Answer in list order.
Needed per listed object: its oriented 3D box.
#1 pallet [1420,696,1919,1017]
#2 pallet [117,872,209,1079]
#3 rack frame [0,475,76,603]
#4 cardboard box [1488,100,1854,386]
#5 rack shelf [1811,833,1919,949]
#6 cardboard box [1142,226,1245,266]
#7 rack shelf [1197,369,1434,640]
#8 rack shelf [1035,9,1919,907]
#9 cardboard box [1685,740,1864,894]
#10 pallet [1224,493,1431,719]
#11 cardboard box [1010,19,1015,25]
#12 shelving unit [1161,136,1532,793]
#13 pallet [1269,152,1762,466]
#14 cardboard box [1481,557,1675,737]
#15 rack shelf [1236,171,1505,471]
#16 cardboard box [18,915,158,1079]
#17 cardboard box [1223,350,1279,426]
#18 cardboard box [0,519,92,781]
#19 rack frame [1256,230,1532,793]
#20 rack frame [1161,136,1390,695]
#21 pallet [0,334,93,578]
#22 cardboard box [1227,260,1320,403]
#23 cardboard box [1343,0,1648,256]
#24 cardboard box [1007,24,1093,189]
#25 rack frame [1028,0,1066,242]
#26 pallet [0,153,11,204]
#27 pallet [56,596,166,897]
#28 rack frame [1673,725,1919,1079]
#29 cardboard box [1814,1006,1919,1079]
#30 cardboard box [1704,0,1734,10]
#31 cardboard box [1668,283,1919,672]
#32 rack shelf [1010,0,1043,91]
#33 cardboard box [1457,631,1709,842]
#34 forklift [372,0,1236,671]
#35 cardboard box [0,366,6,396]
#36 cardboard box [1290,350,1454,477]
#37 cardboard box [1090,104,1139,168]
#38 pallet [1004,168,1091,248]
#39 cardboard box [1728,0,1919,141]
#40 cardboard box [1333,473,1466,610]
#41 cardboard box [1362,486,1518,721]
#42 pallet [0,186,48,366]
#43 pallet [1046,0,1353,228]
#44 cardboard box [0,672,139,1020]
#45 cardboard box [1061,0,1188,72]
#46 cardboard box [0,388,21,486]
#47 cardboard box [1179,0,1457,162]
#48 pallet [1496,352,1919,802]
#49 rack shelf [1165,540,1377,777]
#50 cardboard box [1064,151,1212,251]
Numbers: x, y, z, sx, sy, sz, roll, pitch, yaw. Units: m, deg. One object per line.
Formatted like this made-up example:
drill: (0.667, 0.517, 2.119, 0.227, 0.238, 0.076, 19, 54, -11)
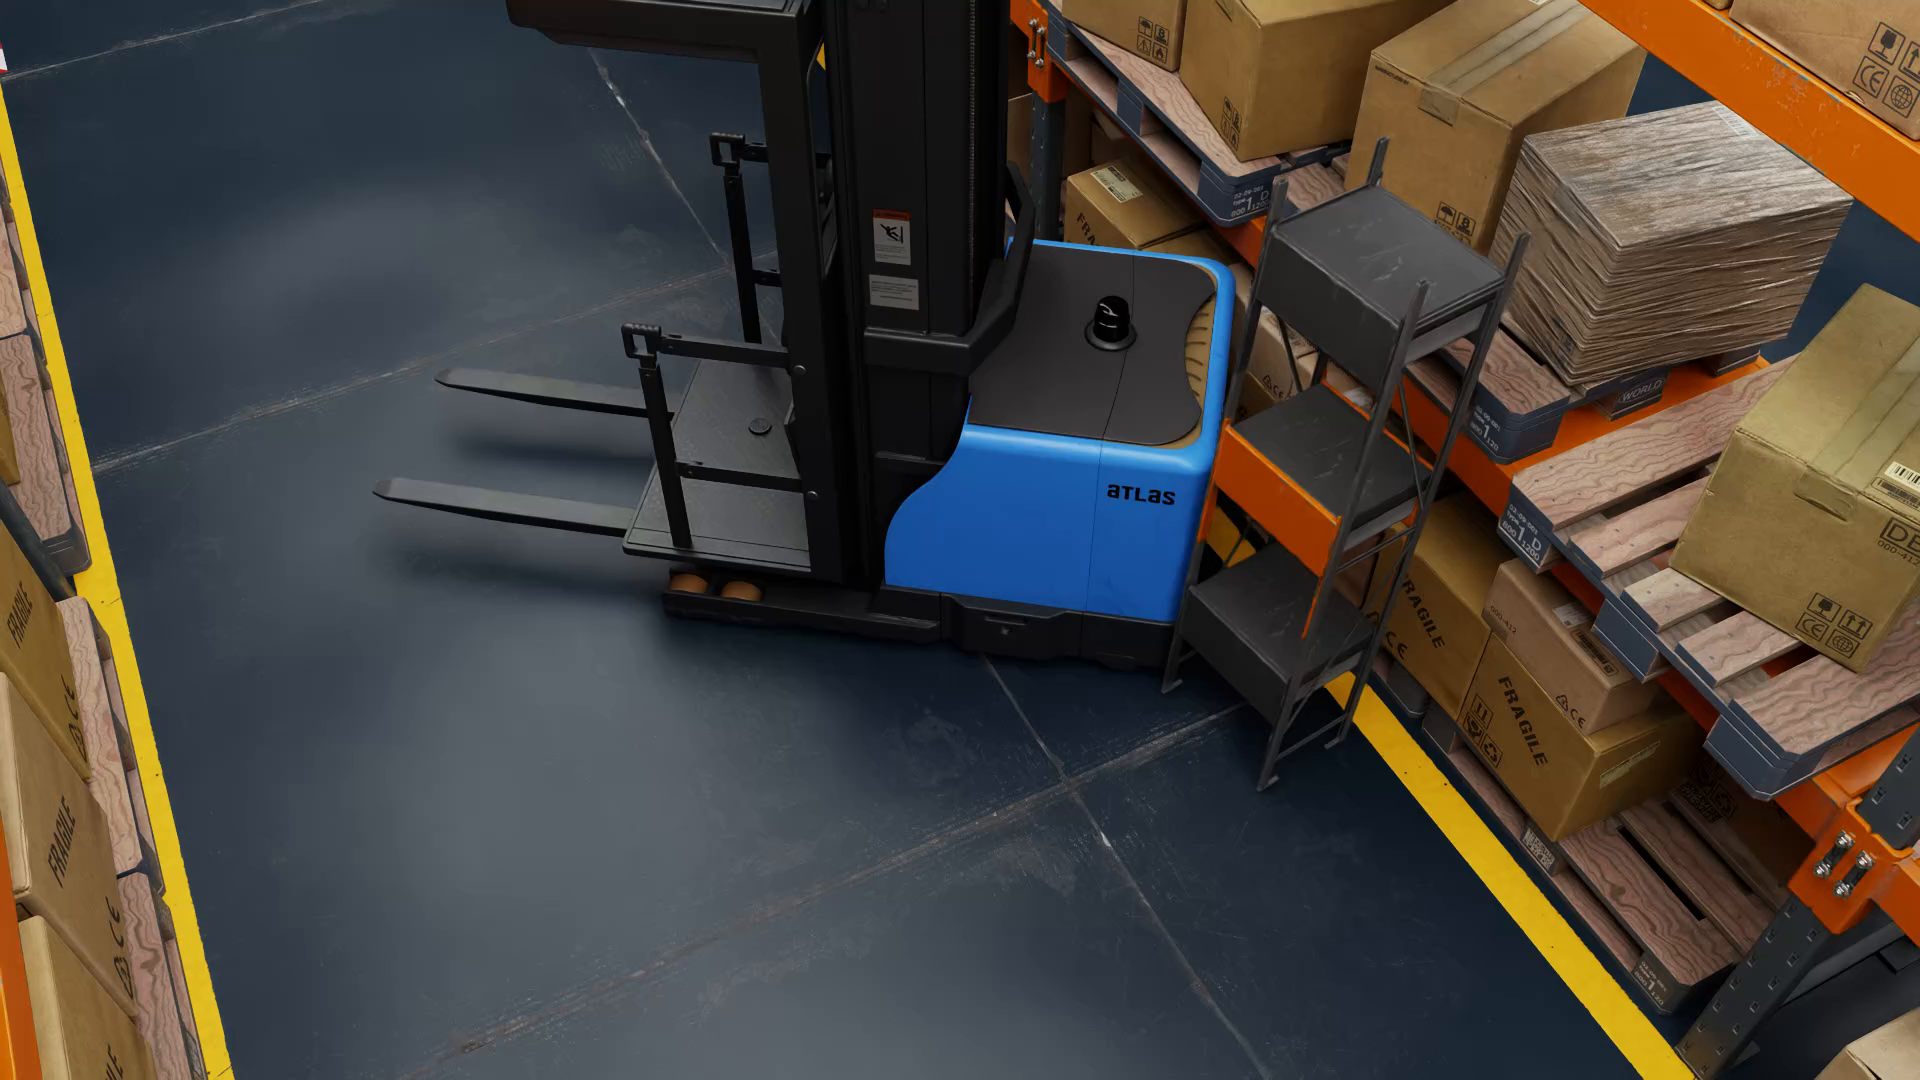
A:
pallet: (2.278, 0.797, 5.412, 1.003, 0.211, 1.213, -21, 52, -18)
pallet: (-2.665, 1.650, 4.667, 1.003, 0.211, 1.213, -21, 52, -18)
rack frame: (-3.647, -0.576, 4.761, 1.000, 3.000, 0.127, -21, 52, -18)
cardboard box: (1.949, -0.840, 4.646, 0.700, 0.500, 0.500, -12, 50, -11)
rack shelf: (3.501, 1.967, 3.014, 1.077, 0.370, 4.000, -21, 52, -18)
cardboard box: (1.014, -0.846, 6.366, 0.500, 0.500, 0.500, -20, 52, -17)
rack shelf: (1.056, -0.109, 4.951, 0.431, 0.518, 0.480, -26, 54, -25)
rack shelf: (1.671, -0.710, 5.356, 1.077, 0.370, 4.000, -21, 52, -18)
cardboard box: (2.632, 0.667, 5.042, 0.500, 0.500, 0.500, -19, 52, -16)
pallet: (1.724, -0.018, 6.126, 1.003, 0.211, 1.213, -21, 52, -18)
cardboard box: (0.351, -2.428, 7.971, 0.380, 0.166, 0.250, -21, 52, -18)
shelving unit: (1.057, -0.118, 4.941, 0.431, 2.100, 0.503, -26, 54, -25)
pallet: (1.692, -0.845, 5.124, 1.003, 0.211, 1.213, -21, 52, -18)
cardboard box: (1.920, 0.242, 4.916, 0.500, 0.250, 0.500, -19, 52, -16)
rack shelf: (1.092, -0.587, 4.442, 0.431, 0.518, 0.480, -26, 54, -25)
cardboard box: (-2.432, 1.544, 4.056, 0.750, 0.750, 0.750, -21, 52, -18)
cardboard box: (1.236, -0.509, 6.071, 0.500, 0.500, 0.500, -21, 52, -17)
cardboard box: (-3.234, 0.383, 5.071, 0.750, 0.750, 0.750, -21, 52, -17)
rack frame: (1.199, 0.032, 4.810, 0.400, 2.100, 0.015, -26, 54, -25)
rack frame: (0.915, -0.267, 5.071, 0.400, 2.100, 0.015, -26, 54, -25)
pallet: (-3.926, -0.194, 6.280, 1.003, 0.211, 1.213, -21, 52, -18)
cardboard box: (1.218, -0.777, 5.807, 0.500, 0.250, 0.500, -21, 52, -17)
cardboard box: (1.619, -1.295, 5.044, 0.700, 0.500, 0.500, -34, 57, -26)
cardboard box: (0.243, -1.891, 7.279, 0.500, 0.500, 0.500, -21, 52, -18)
rack frame: (0.756, -2.285, 6.256, 1.000, 3.000, 0.127, -21, 52, -18)
pallet: (-5.042, -1.827, 7.708, 1.003, 0.211, 1.213, -21, 52, -18)
pallet: (-3.227, 0.832, 5.382, 1.003, 0.211, 1.213, -21, 52, -18)
rack frame: (2.586, 0.392, 3.914, 1.000, 3.000, 0.127, -21, 52, -18)
cardboard box: (2.565, 1.426, 4.185, 0.500, 0.311, 0.500, -20, 52, -16)
cardboard box: (1.885, -1.598, 3.596, 0.910, 0.500, 0.500, -21, 52, -18)
cardboard box: (2.198, -0.162, 4.053, 0.500, 0.500, 0.700, 35, 58, 27)
rack shelf: (-0.160, -3.387, 7.697, 1.077, 0.370, 4.000, -21, 52, -18)
cardboard box: (1.949, 0.525, 5.166, 0.500, 0.500, 0.500, -19, 52, -16)
forklift: (-0.614, -1.046, 5.217, 3.031, 2.935, 1.130, 7, 49, 6)
cardboard box: (-4.125, -0.765, 6.308, 0.700, 0.500, 0.500, -22, 52, -18)
cardboard box: (1.448, -0.441, 5.513, 0.500, 0.250, 0.500, -22, 52, -18)
cardboard box: (0.756, -1.900, 7.413, 0.500, 0.311, 0.500, -21, 52, -18)
pallet: (0.442, -1.827, 7.708, 1.003, 0.211, 1.213, -21, 52, -18)
cardboard box: (2.123, -1.250, 3.291, 0.910, 0.500, 0.500, -21, 52, -18)
cardboard box: (1.467, -0.171, 5.775, 0.500, 0.500, 0.500, -23, 53, -19)
cardboard box: (1.713, 0.179, 5.469, 0.500, 0.500, 0.500, -23, 53, -19)
pallet: (-4.488, -1.012, 6.995, 1.003, 0.211, 1.213, -21, 52, -18)
pallet: (1.024, -1.649, 5.827, 1.003, 0.211, 1.213, -21, 52, -18)
cardboard box: (-2.825, 0.977, 4.552, 0.750, 0.750, 0.750, -20, 52, -16)
cardboard box: (0.774, -2.062, 5.715, 0.500, 0.500, 0.700, 35, 58, 27)
cardboard box: (-3.898, -0.427, 6.013, 0.700, 0.500, 0.500, -21, 52, -17)
cardboard box: (1.145, -1.624, 5.332, 0.700, 0.500, 0.500, -14, 50, -12)
pallet: (2.214, 0.026, 4.362, 1.213, 0.211, 1.003, -21, 52, -18)
rack shelf: (1.020, 0.370, 5.460, 0.431, 0.518, 0.480, -26, 54, -25)
cardboard box: (0.760, -1.199, 6.675, 0.500, 0.500, 0.500, -23, 53, -19)
